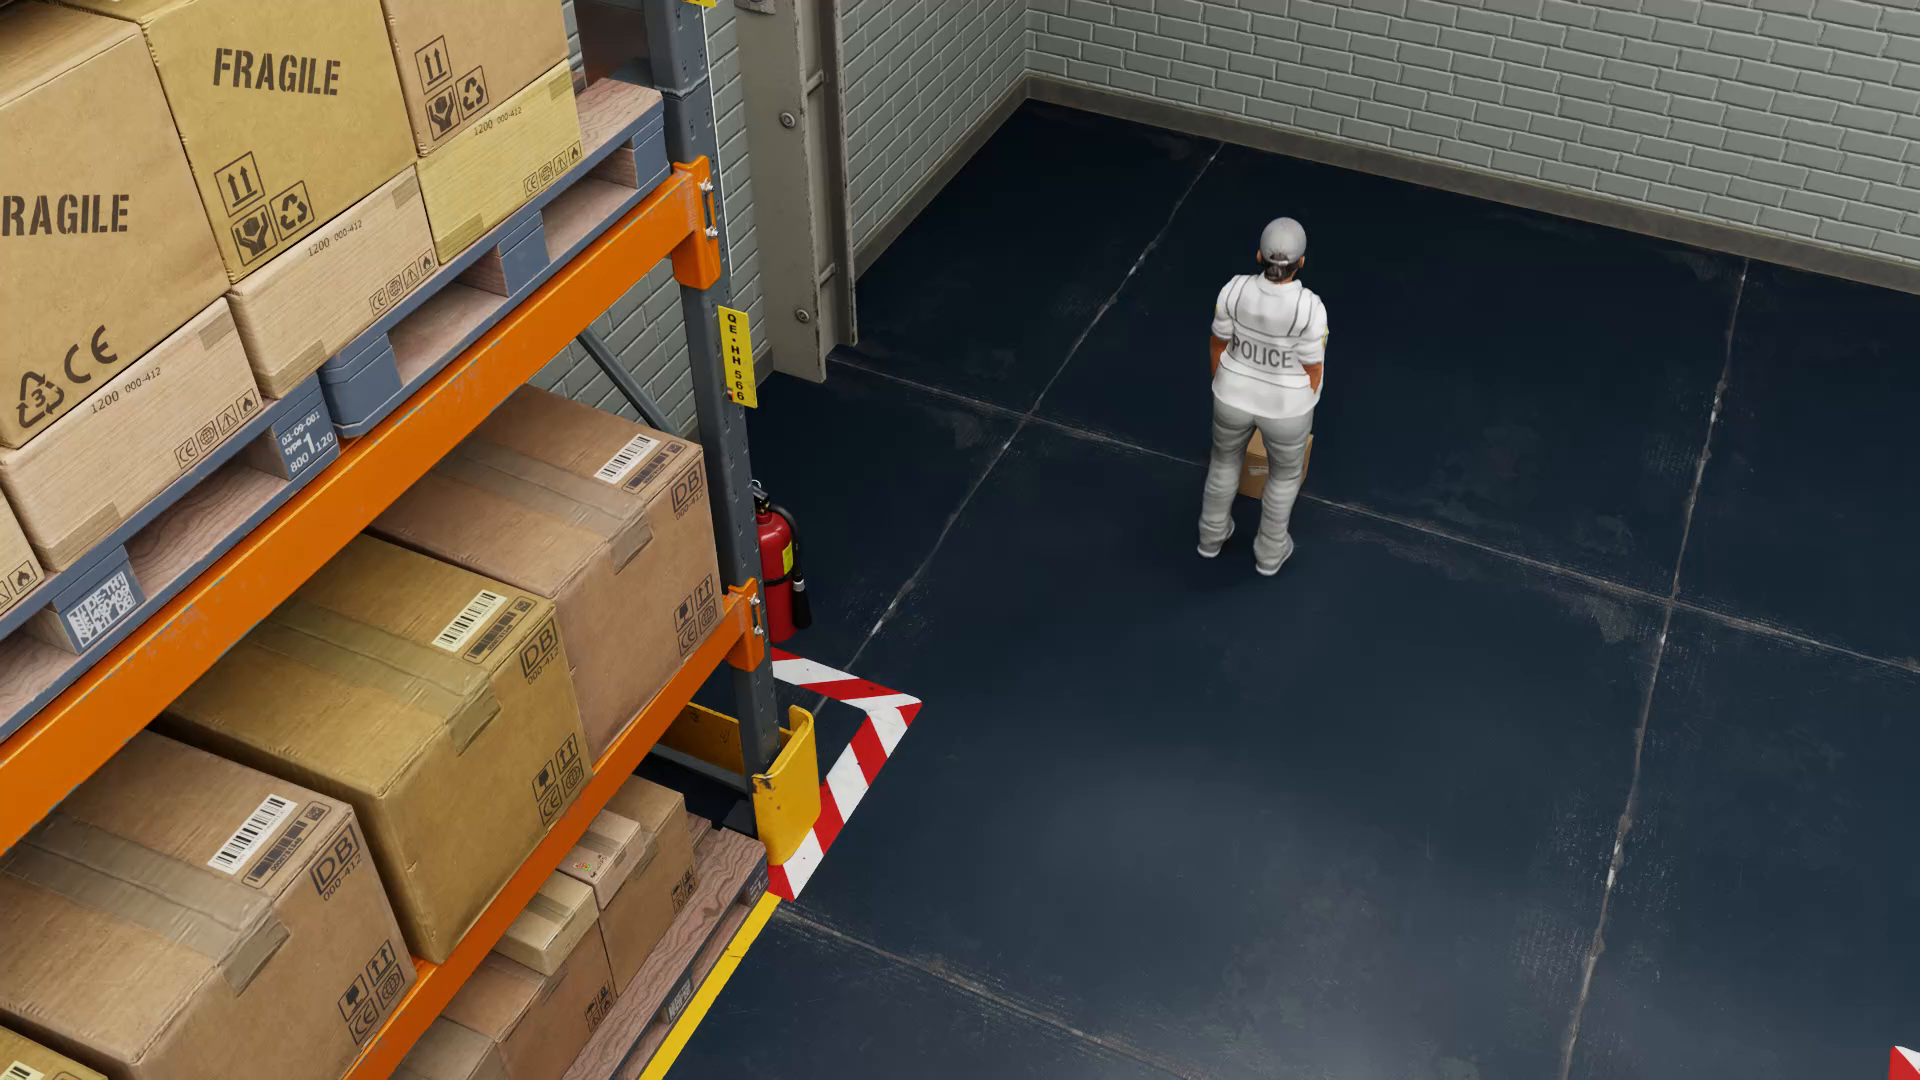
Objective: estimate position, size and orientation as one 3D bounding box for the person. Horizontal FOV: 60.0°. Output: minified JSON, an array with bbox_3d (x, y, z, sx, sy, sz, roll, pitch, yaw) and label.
[{"bbox_3d":[1.233,-0.585,6.808,0.467,1.661,0.391,18,45,19],"label":"person"}]
